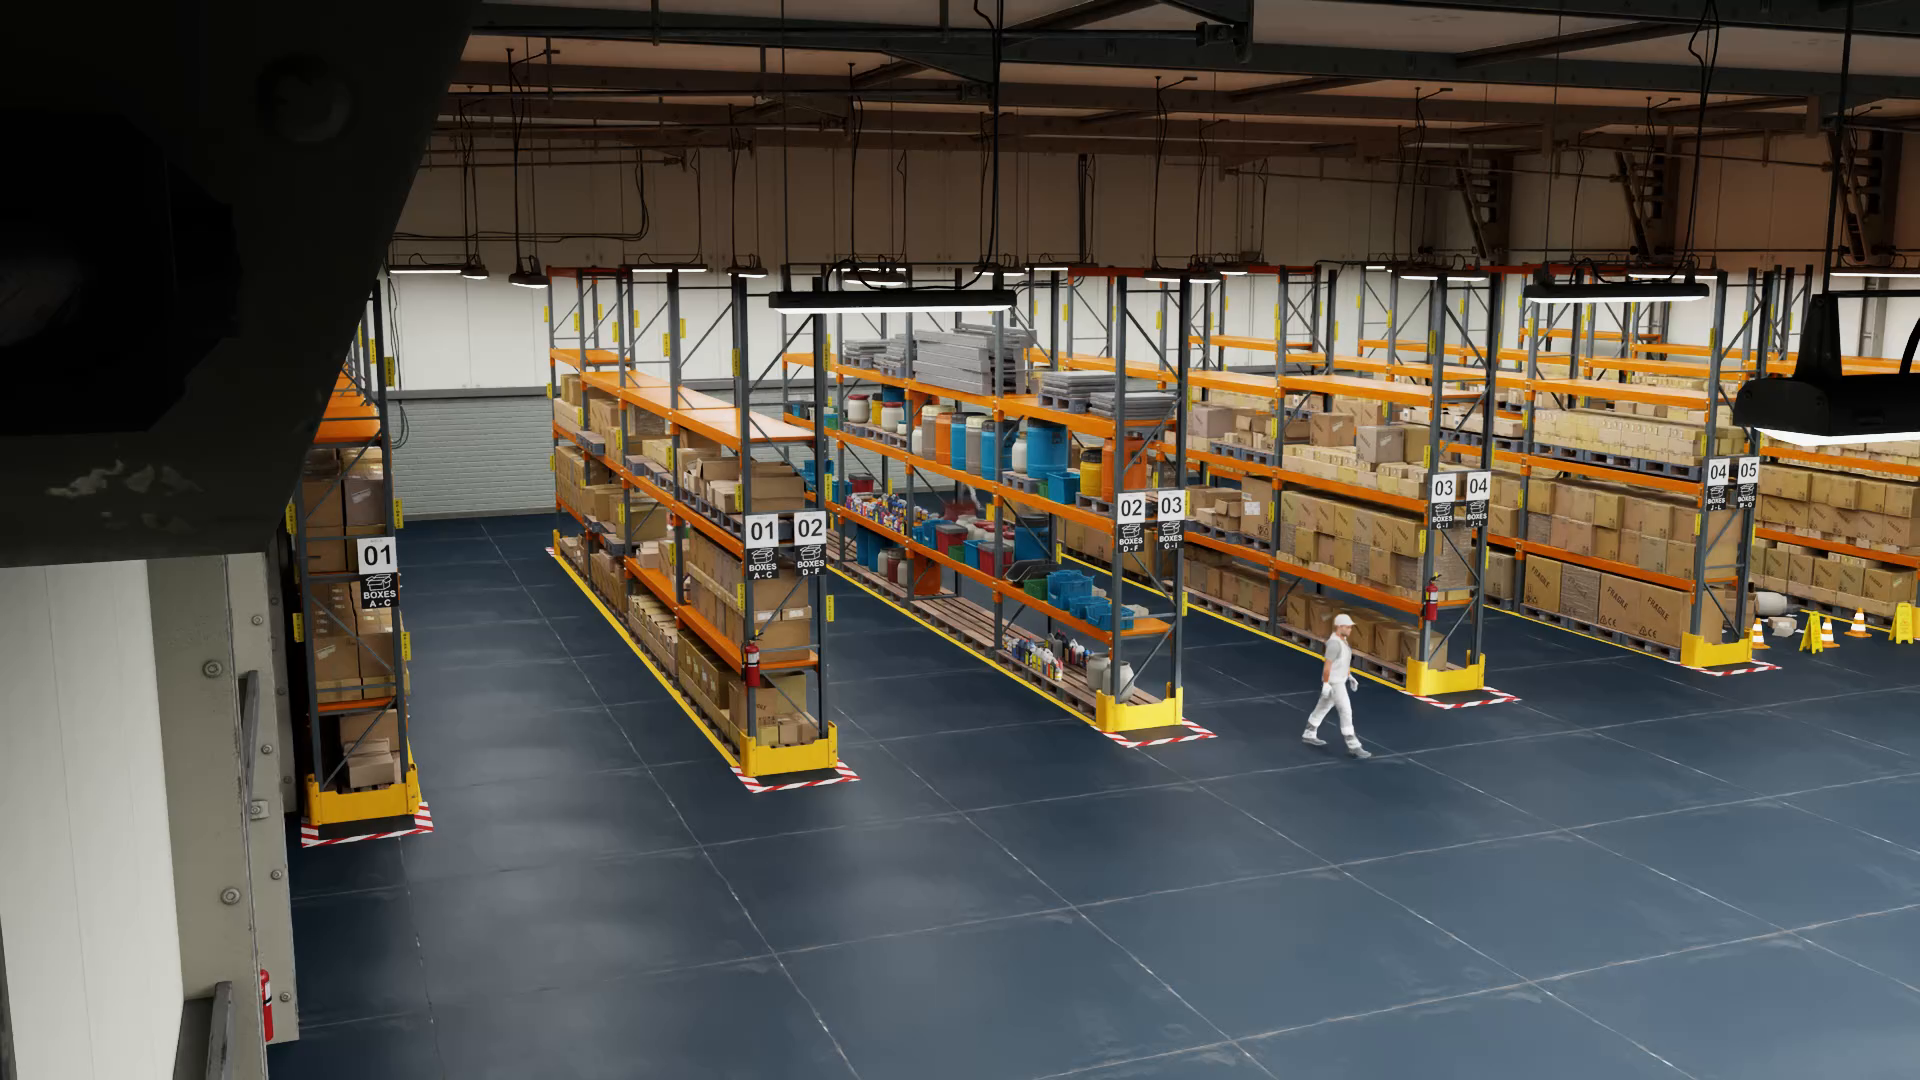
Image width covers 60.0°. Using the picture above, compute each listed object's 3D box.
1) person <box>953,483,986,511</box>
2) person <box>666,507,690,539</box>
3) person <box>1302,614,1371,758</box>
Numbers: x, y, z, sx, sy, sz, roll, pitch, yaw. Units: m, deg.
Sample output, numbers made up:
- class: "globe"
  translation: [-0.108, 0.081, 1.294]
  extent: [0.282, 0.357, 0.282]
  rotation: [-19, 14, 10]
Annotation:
- class: "person"
  translation: [0.252, -1.558, 40.749]
  extent: [1.072, 1.597, 0.469]
  rotation: [7, 12, 33]
- class: "person"
  translation: [-5.550, -0.249, 32.945]
  extent: [0.546, 1.724, 1.067]
  rotation: [-3, 10, -18]
- class: "person"
  translation: [4.826, 1.808, 21.142]
  extent: [0.894, 1.760, 0.563]
  rotation: [3, 10, 18]
